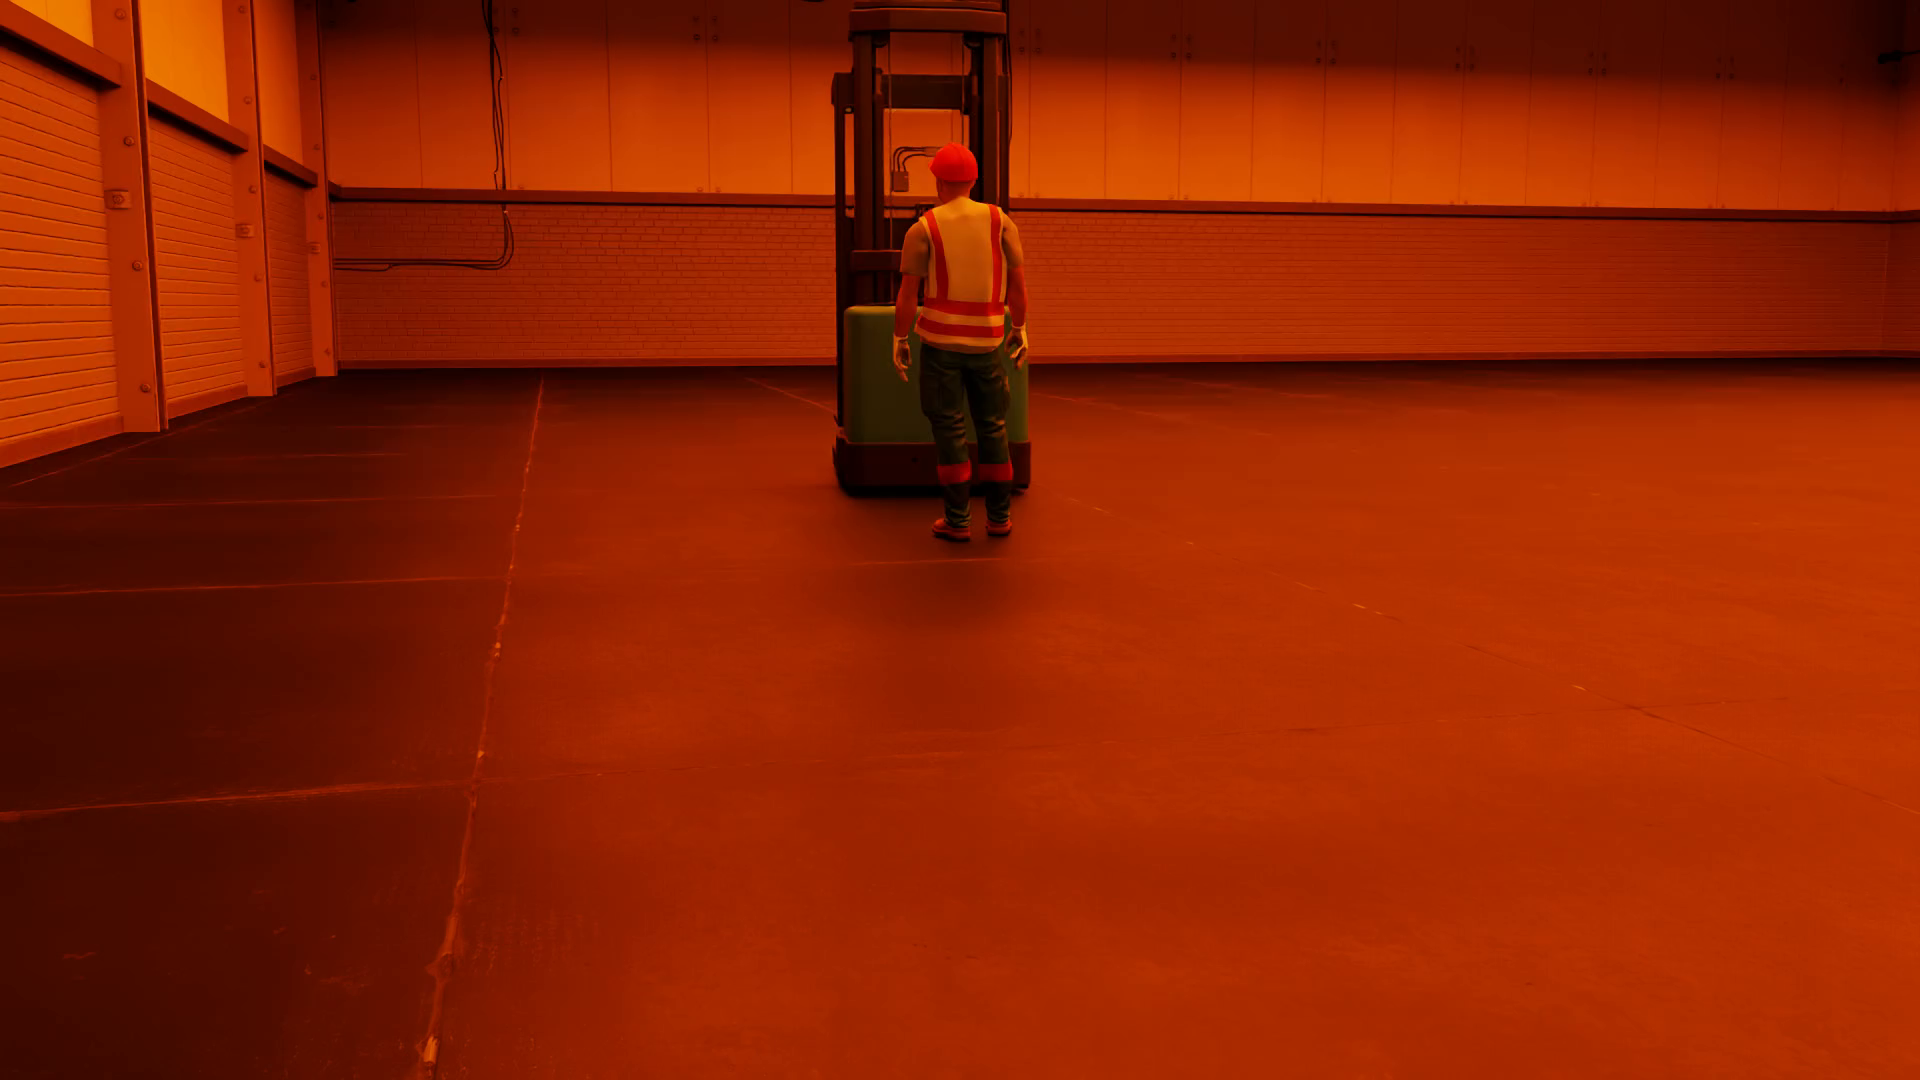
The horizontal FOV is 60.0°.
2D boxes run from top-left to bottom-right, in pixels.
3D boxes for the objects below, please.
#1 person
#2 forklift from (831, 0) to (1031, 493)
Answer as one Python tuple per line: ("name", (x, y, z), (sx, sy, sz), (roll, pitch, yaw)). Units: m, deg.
("person", (-0.007, -0.905, 7.662), (0.637, 1.787, 0.564), (-2, 8, -13))
("forklift", (-0.262, -1.896, 10.674), (1.130, 2.935, 3.031), (-1, 8, -6))
